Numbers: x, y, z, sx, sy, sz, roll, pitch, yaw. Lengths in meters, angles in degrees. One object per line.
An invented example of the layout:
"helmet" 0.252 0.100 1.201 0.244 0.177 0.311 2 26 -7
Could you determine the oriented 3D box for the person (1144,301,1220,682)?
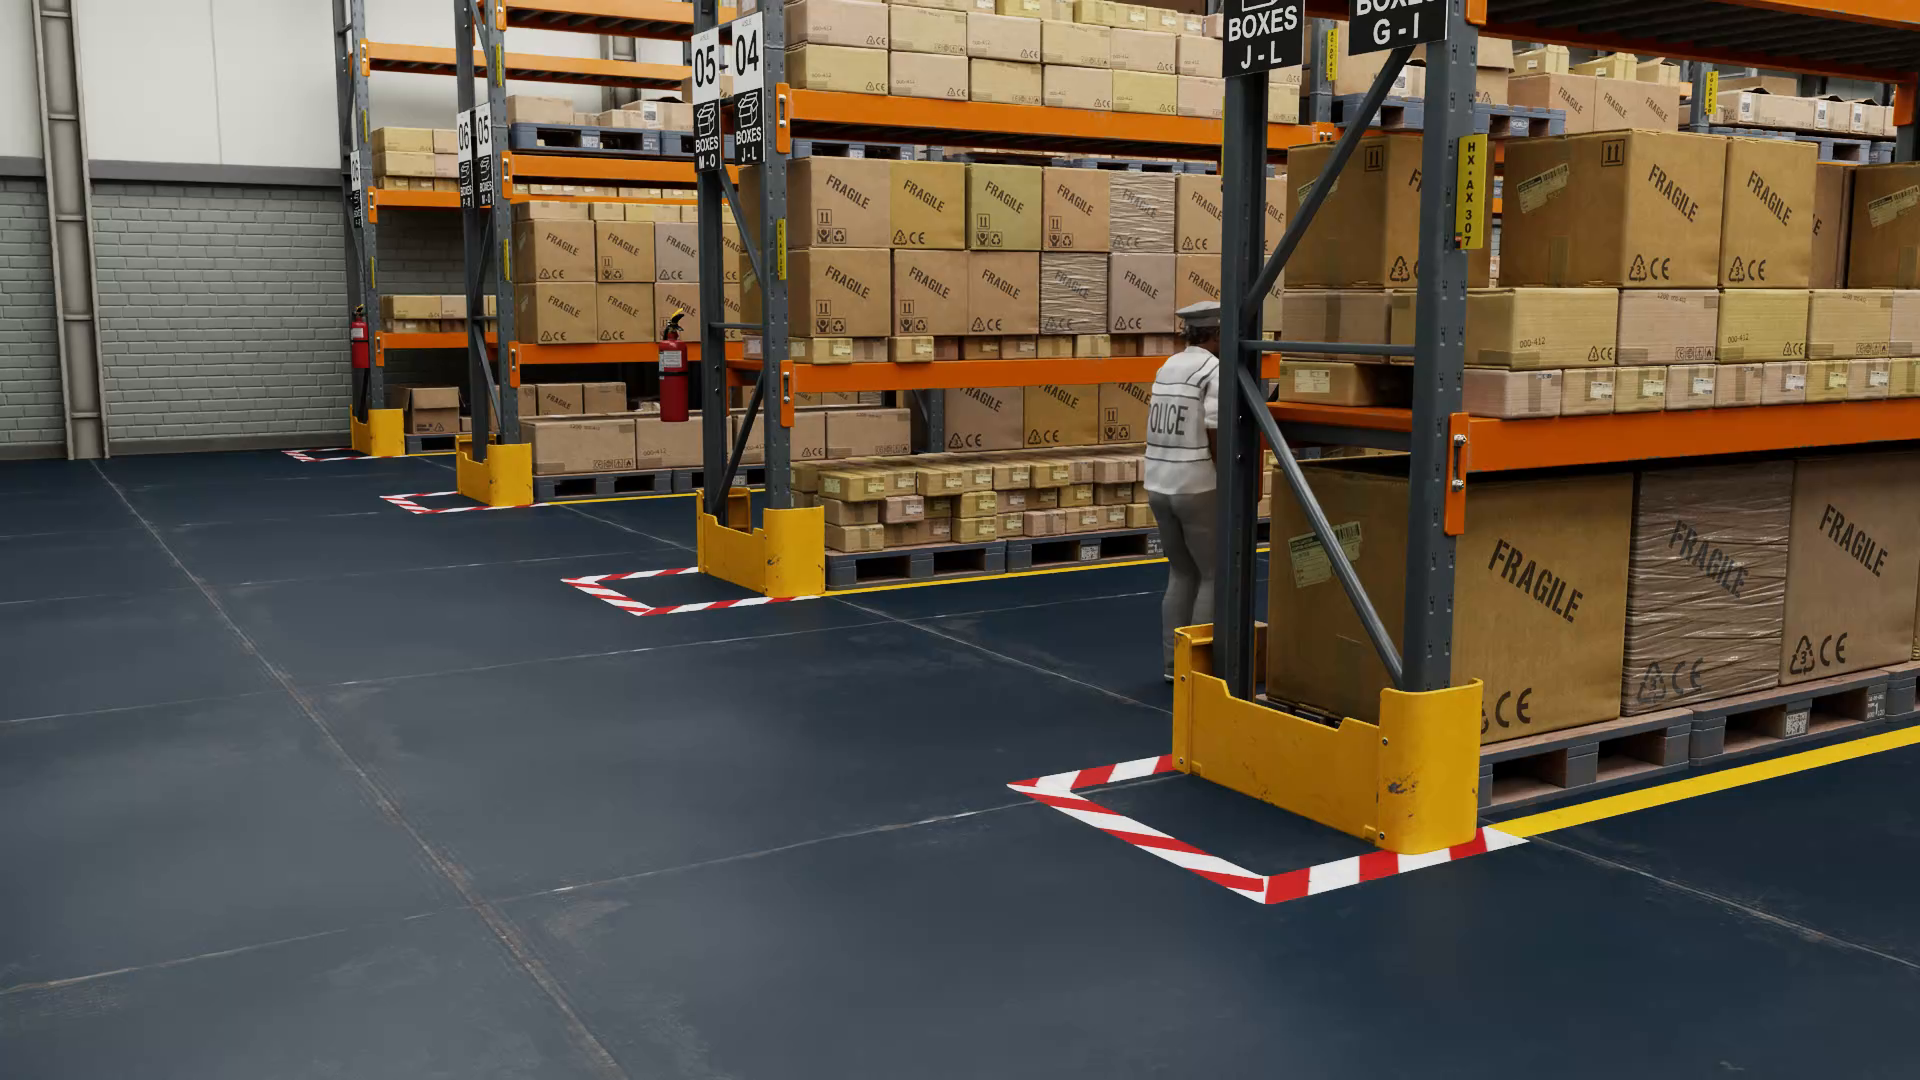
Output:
"person" 1.020 -0.186 7.124 0.422 1.656 0.503 -5 10 -31
